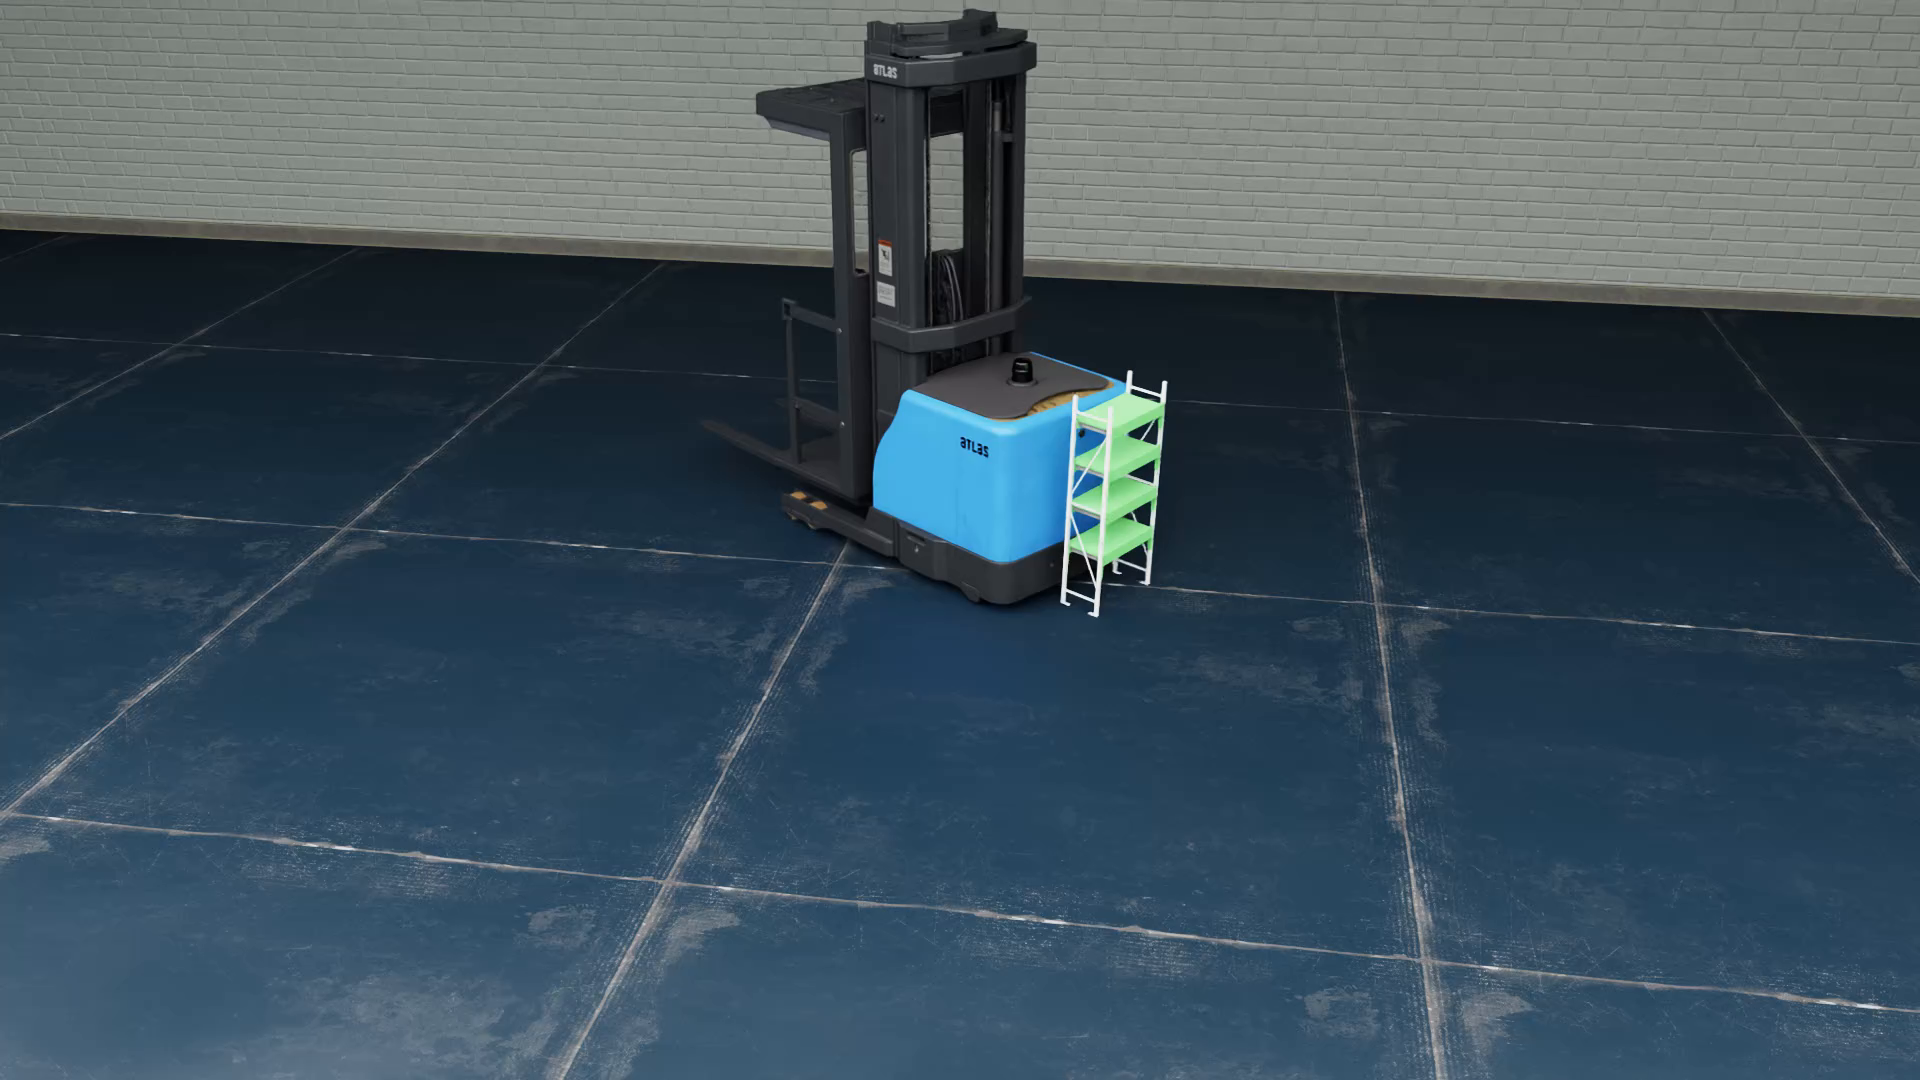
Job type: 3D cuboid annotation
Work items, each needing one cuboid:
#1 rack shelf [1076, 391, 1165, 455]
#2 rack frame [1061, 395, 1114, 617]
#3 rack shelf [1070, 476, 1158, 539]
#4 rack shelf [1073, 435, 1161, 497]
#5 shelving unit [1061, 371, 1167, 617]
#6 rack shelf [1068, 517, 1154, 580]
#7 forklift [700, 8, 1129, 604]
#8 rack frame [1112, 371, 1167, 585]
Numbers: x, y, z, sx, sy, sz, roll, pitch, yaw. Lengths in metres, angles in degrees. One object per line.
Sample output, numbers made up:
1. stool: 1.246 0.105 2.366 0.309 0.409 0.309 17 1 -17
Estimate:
1. rack shelf: 0.825 -0.616 8.659 0.258 0.148 0.480 21 32 34
2. rack frame: 0.659 -0.163 8.673 0.240 1.200 0.015 21 32 34
3. rack shelf: 0.813 -0.186 8.872 0.258 0.148 0.480 21 32 34
4. rack shelf: 0.819 -0.401 8.765 0.258 0.148 0.480 21 32 34
5. shelving unit: 0.814 -0.243 8.843 0.258 1.200 0.503 21 32 34
6. rack shelf: 0.806 0.029 8.978 0.258 0.148 0.480 21 32 34
7. forklift: -0.426 -1.522 9.543 1.130 2.935 3.031 -22 33 -38
8. rack frame: 0.970 -0.323 9.014 0.240 1.200 0.015 21 32 34
